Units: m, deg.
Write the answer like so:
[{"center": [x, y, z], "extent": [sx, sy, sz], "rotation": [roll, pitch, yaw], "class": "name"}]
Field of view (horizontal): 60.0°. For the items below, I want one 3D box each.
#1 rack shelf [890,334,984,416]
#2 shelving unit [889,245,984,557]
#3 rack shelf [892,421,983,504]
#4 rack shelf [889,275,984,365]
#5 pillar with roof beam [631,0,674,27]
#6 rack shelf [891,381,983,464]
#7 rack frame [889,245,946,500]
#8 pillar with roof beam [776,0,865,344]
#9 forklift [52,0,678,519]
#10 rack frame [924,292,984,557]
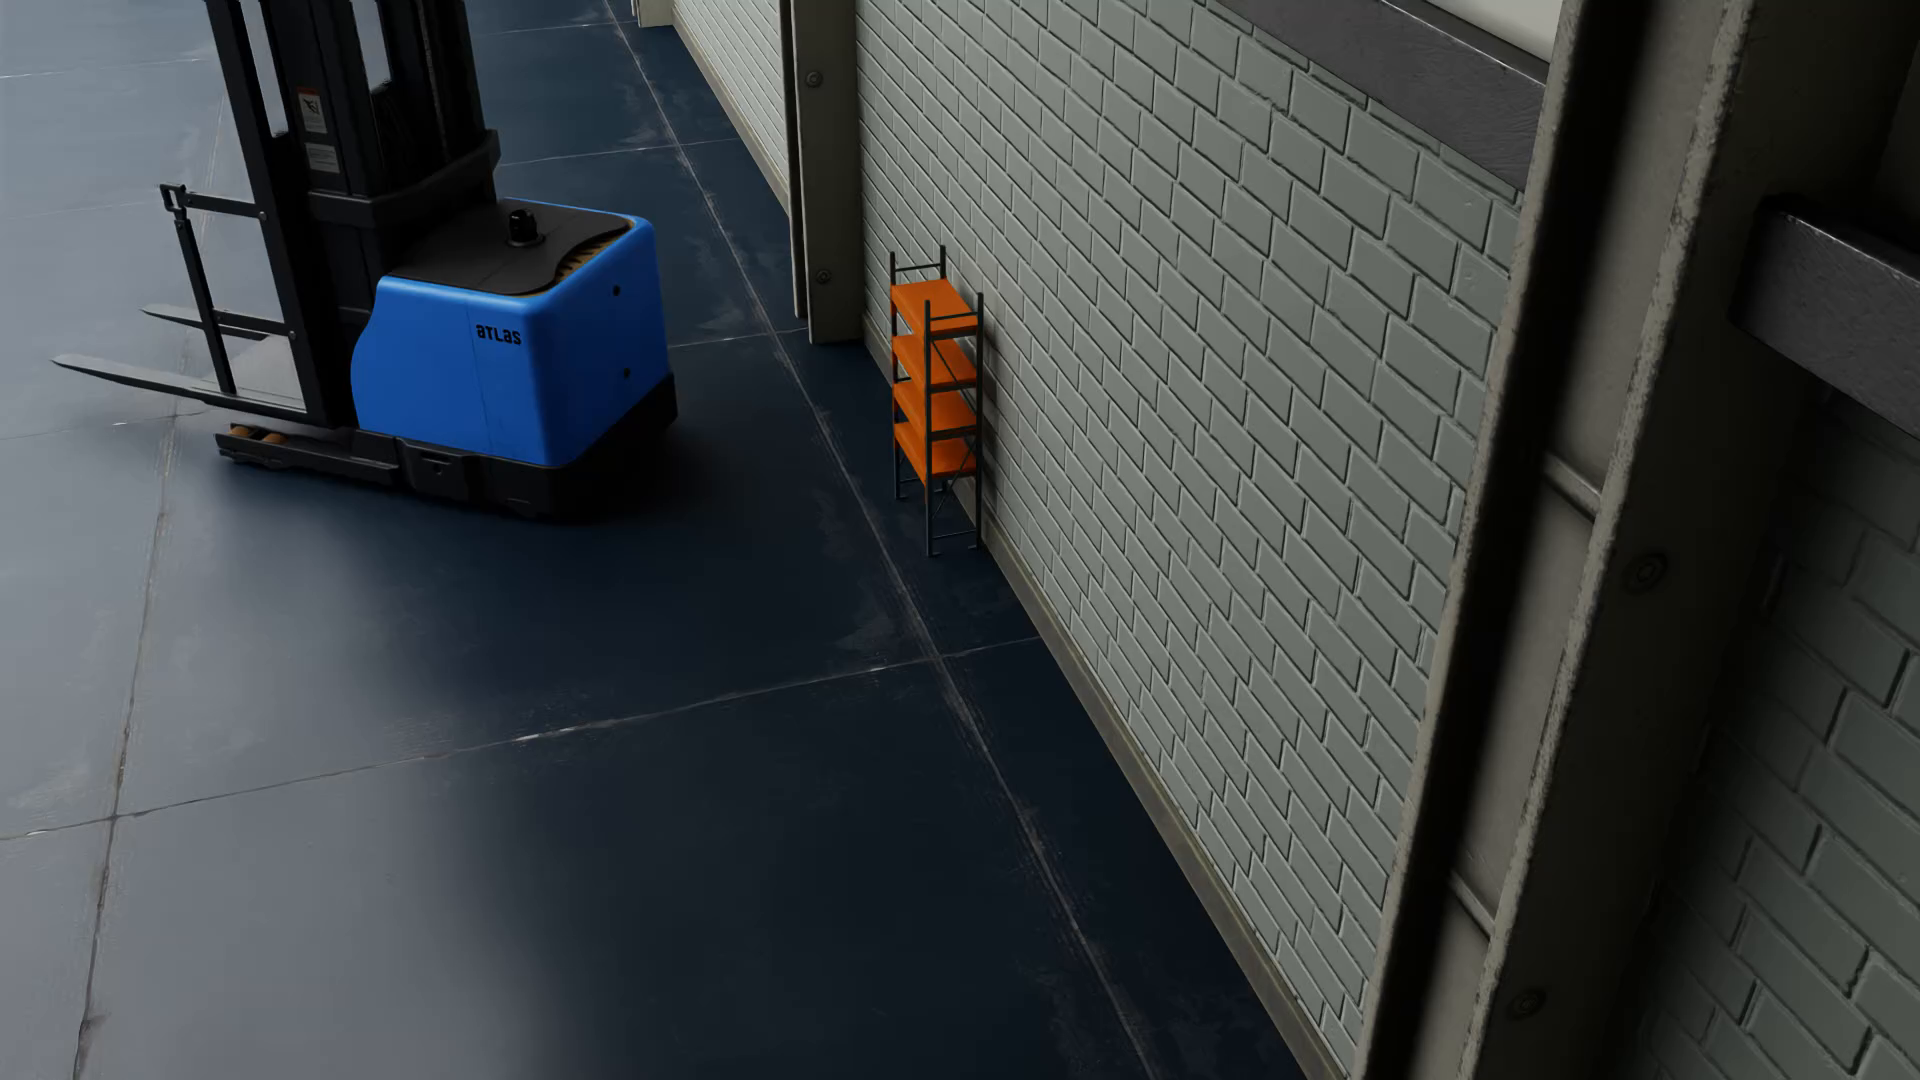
[{"center": [-0.100, -0.710, 6.953], "extent": [0.258, 0.148, 0.480], "rotation": [-10, 35, -15], "class": "rack shelf"}, {"center": [-0.101, -0.580, 7.039], "extent": [0.258, 1.200, 0.503], "rotation": [-10, 35, -15], "class": "shelving unit"}, {"center": [-0.101, -0.358, 7.185], "extent": [0.258, 0.148, 0.480], "rotation": [-10, 35, -15], "class": "rack shelf"}, {"center": [-0.100, -0.908, 6.822], "extent": [0.258, 0.148, 0.480], "rotation": [-10, 35, -15], "class": "rack shelf"}, {"center": [-6.630, -7.348, 10.207], "extent": [9.100, 9.000, 0.400], "rotation": [-10, 35, -15], "class": "pillar with roof beam"}, {"center": [-0.101, -0.524, 7.076], "extent": [0.258, 0.148, 0.480], "rotation": [-10, 35, -15], "class": "rack shelf"}, {"center": [-0.177, -0.708, 7.232], "extent": [0.240, 1.200, 0.015], "rotation": [-10, 35, -15], "class": "rack frame"}, {"center": [-4.800, -4.197, 5.440], "extent": [9.100, 9.000, 0.400], "rotation": [-10, 35, -15], "class": "pillar with roof beam"}, {"center": [-2.936, -1.810, 7.330], "extent": [3.031, 2.935, 1.130], "rotation": [11, 35, 17], "class": "forklift"}, {"center": [-0.024, -0.452, 6.845], "extent": [0.240, 1.200, 0.015], "rotation": [-10, 35, -15], "class": "rack frame"}]
